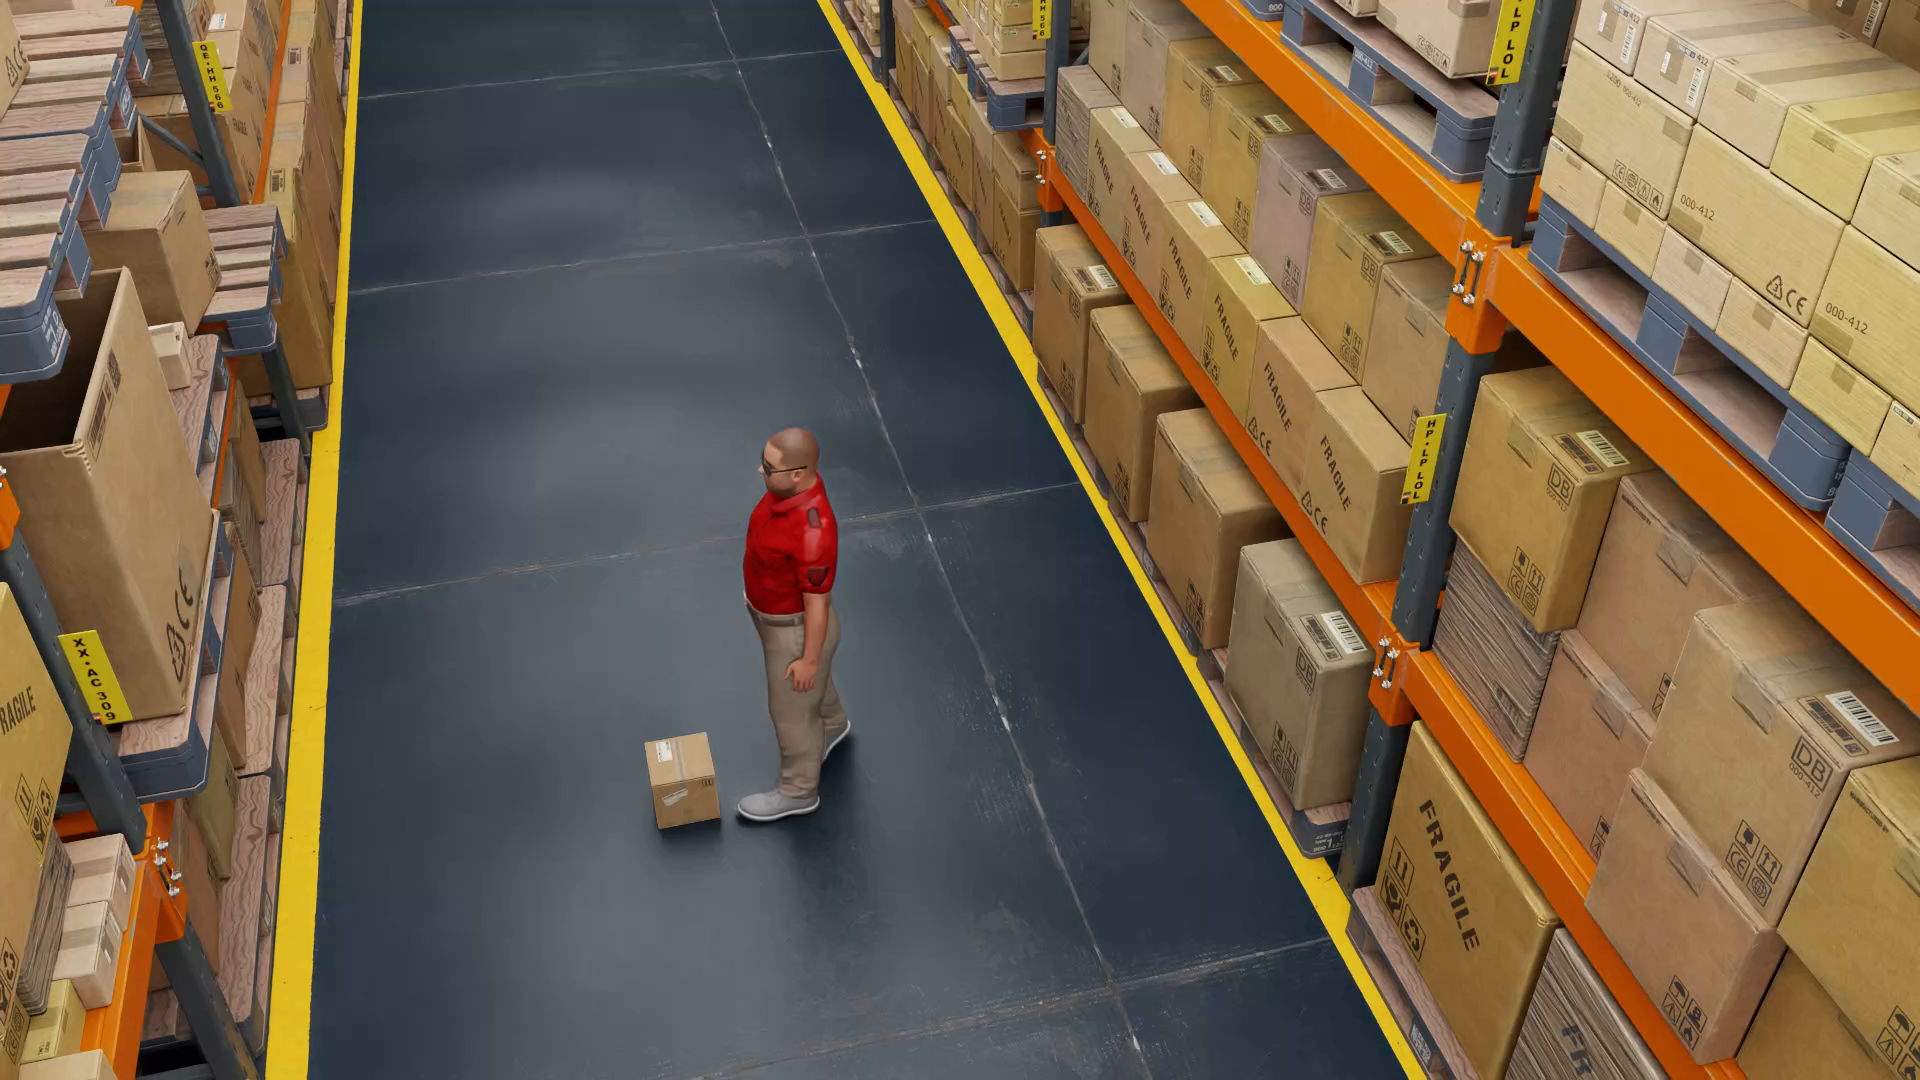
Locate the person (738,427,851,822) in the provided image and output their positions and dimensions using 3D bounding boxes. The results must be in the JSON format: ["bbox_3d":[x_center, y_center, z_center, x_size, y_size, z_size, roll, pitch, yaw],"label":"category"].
[{"bbox_3d":[-0.666,0.326,6.331,0.527,1.756,0.547,-8,39,-11],"label":"person"}]
